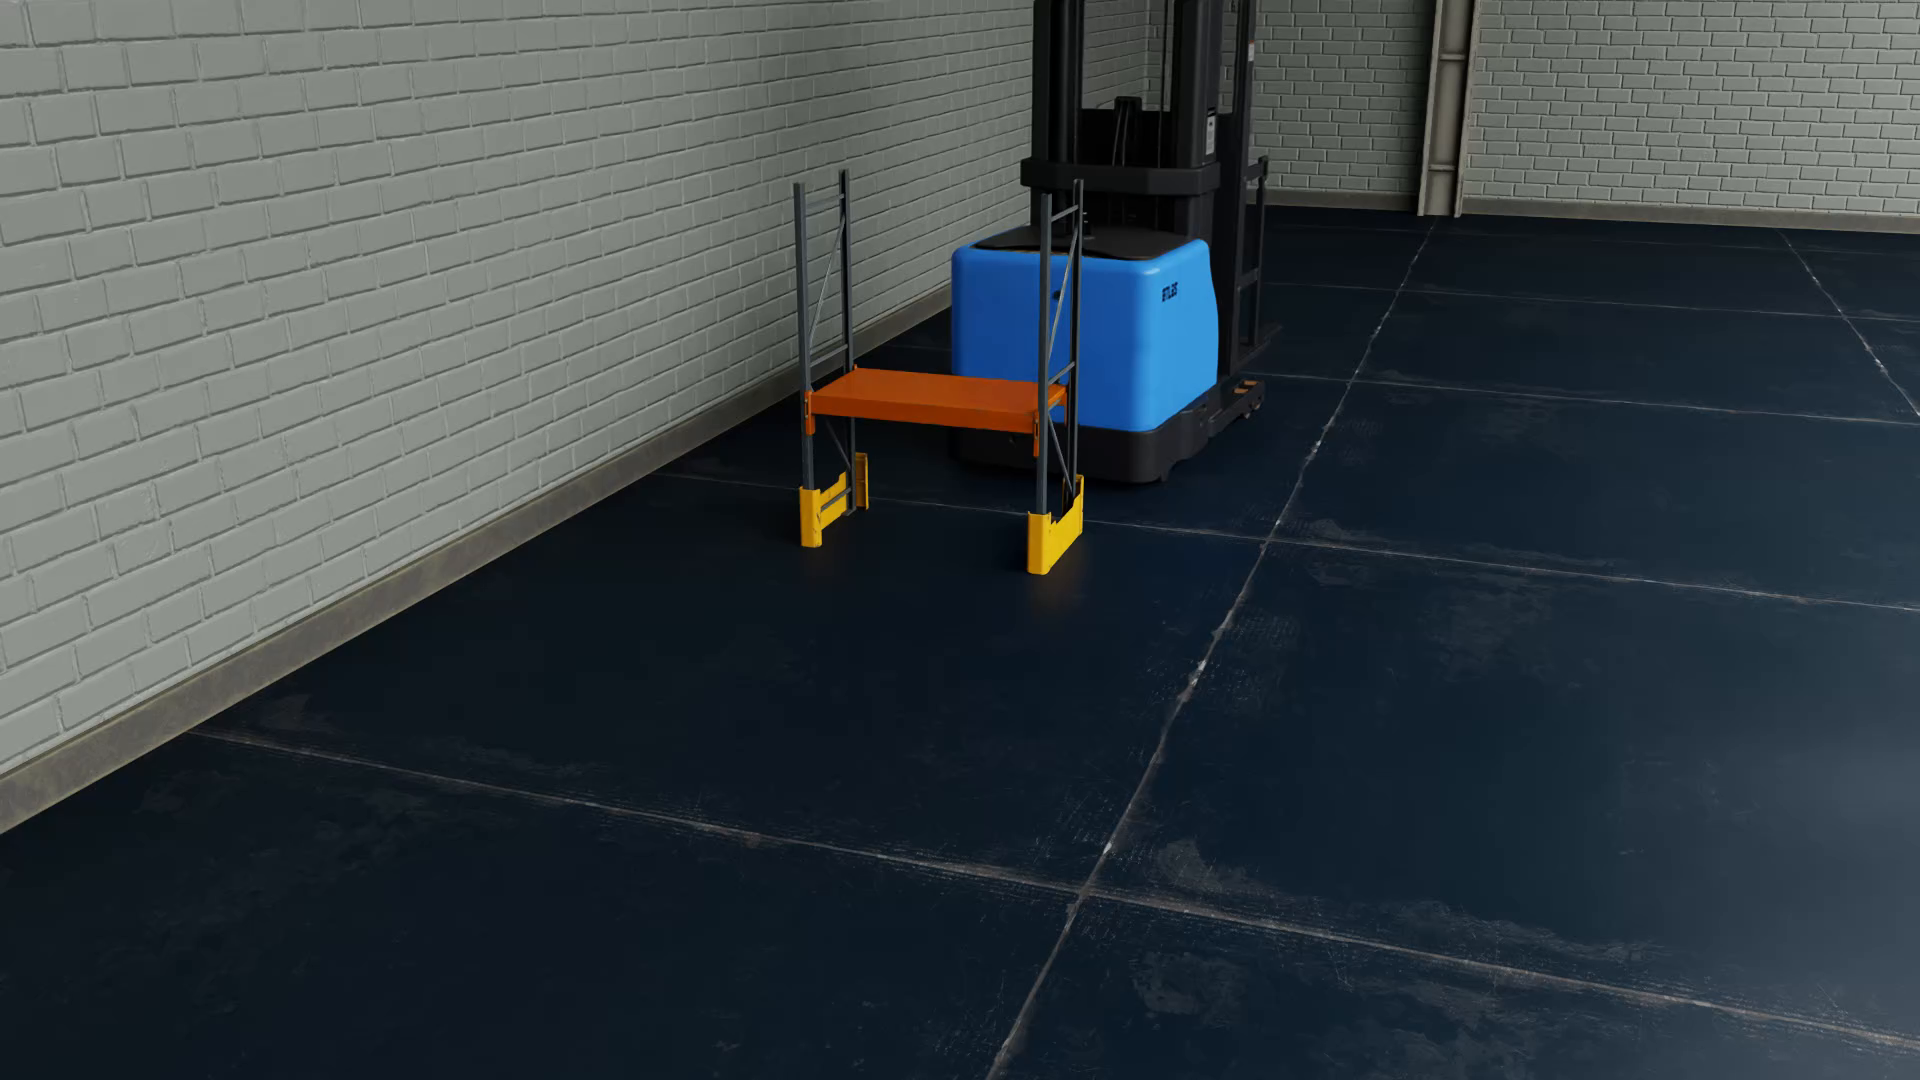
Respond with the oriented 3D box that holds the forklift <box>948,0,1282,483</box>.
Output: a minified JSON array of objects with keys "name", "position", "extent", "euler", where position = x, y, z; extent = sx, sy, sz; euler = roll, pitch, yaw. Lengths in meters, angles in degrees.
[{"name":"forklift","position":[1.024,-2.088,8.614],"extent":[1.130,2.935,3.031],"euler":[9,21,23]}]

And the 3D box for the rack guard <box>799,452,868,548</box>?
[{"name":"rack guard","position":[-0.542,-0.180,7.213],"extent":[0.087,0.250,0.587],"euler":[7,20,18]}]

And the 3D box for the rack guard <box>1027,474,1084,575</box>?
[{"name":"rack guard","position":[0.398,-0.072,6.904],"extent":[0.087,0.250,0.587],"euler":[7,20,18]}]

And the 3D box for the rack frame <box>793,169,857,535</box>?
[{"name":"rack frame","position":[-0.561,-0.772,7.013],"extent":[0.032,1.500,0.500],"euler":[7,20,18]}]

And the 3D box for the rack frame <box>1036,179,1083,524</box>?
[{"name":"rack frame","position":[0.400,-0.663,6.698],"extent":[0.032,1.500,0.500],"euler":[7,20,18]}]

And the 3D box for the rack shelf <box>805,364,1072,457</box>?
[{"name":"rack shelf","position":[-0.081,-0.548,6.915],"extent":[1.000,0.185,0.538],"euler":[7,20,18]}]

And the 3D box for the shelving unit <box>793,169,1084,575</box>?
[{"name":"shelving unit","position":[-0.072,-0.716,6.853],"extent":[1.083,1.500,0.587],"euler":[7,20,18]}]

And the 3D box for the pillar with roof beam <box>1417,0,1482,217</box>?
[{"name":"pillar with roof beam","position":[3.244,-6.077,10.837],"extent":[0.400,9.000,9.100],"euler":[7,20,18]}]
